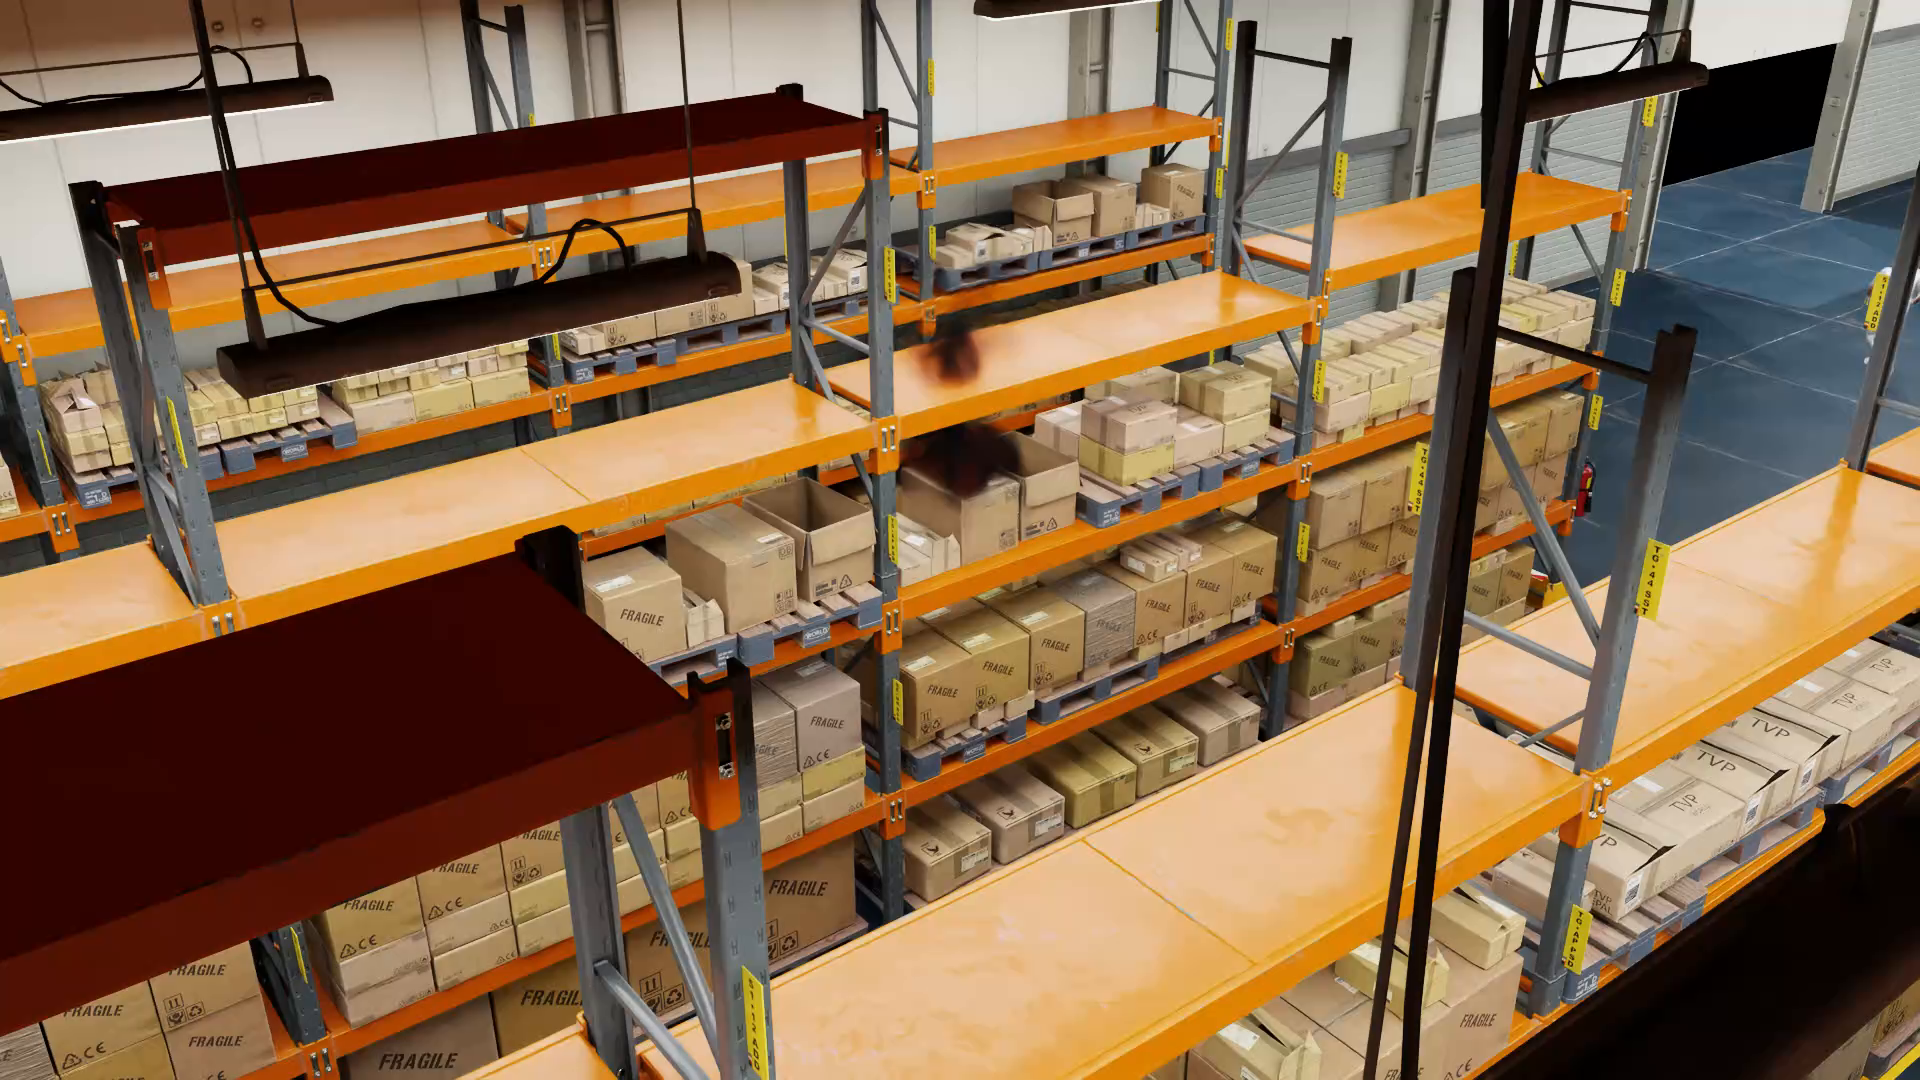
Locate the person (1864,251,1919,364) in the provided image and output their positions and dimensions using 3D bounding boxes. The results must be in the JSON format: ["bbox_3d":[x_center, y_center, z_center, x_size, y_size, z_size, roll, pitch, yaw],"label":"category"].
[{"bbox_3d":[12.557,-3.089,22.429,0.720,1.750,0.812,4,26,7],"label":"person"}]
